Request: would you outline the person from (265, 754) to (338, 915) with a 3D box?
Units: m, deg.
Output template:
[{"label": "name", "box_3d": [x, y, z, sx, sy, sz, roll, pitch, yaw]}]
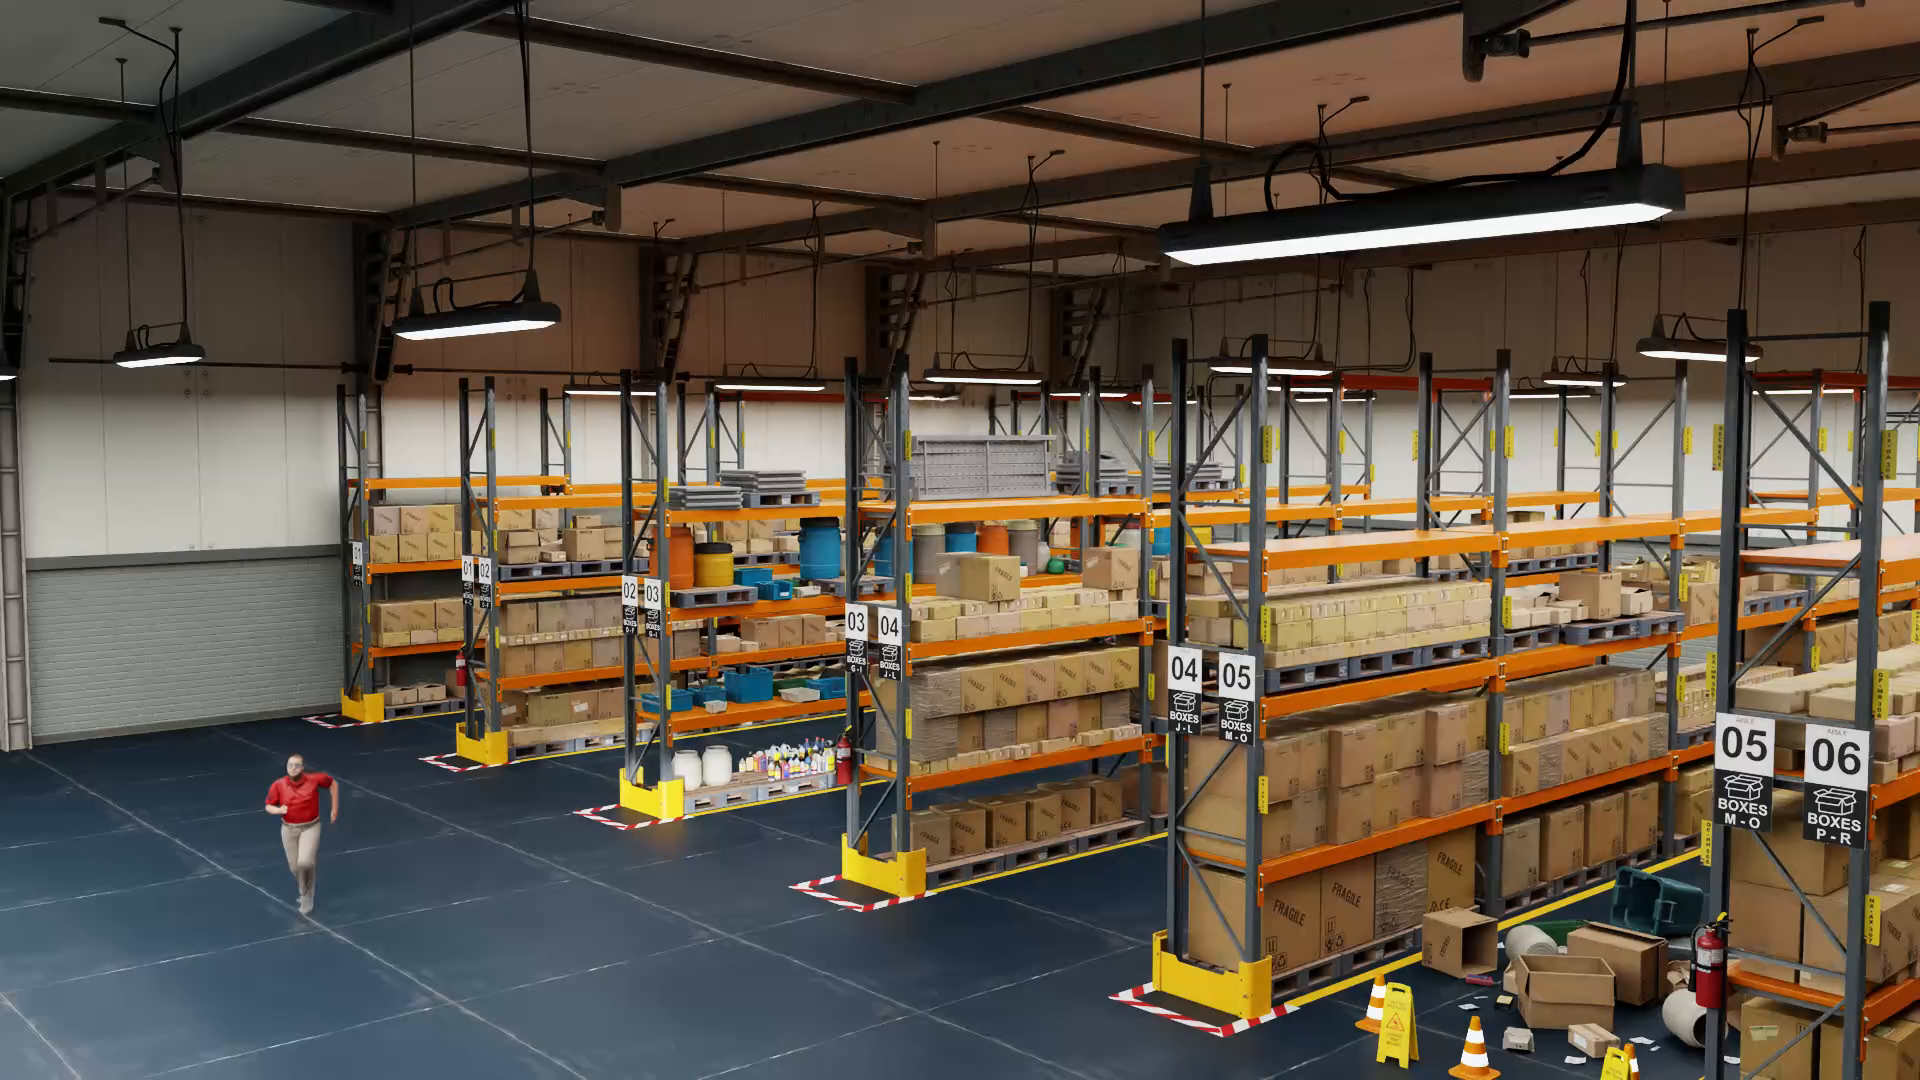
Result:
[{"label": "person", "box_3d": [-7.053, 3.143, 17.818, 0.692, 1.731, 0.812, -1, 4, -11]}]
